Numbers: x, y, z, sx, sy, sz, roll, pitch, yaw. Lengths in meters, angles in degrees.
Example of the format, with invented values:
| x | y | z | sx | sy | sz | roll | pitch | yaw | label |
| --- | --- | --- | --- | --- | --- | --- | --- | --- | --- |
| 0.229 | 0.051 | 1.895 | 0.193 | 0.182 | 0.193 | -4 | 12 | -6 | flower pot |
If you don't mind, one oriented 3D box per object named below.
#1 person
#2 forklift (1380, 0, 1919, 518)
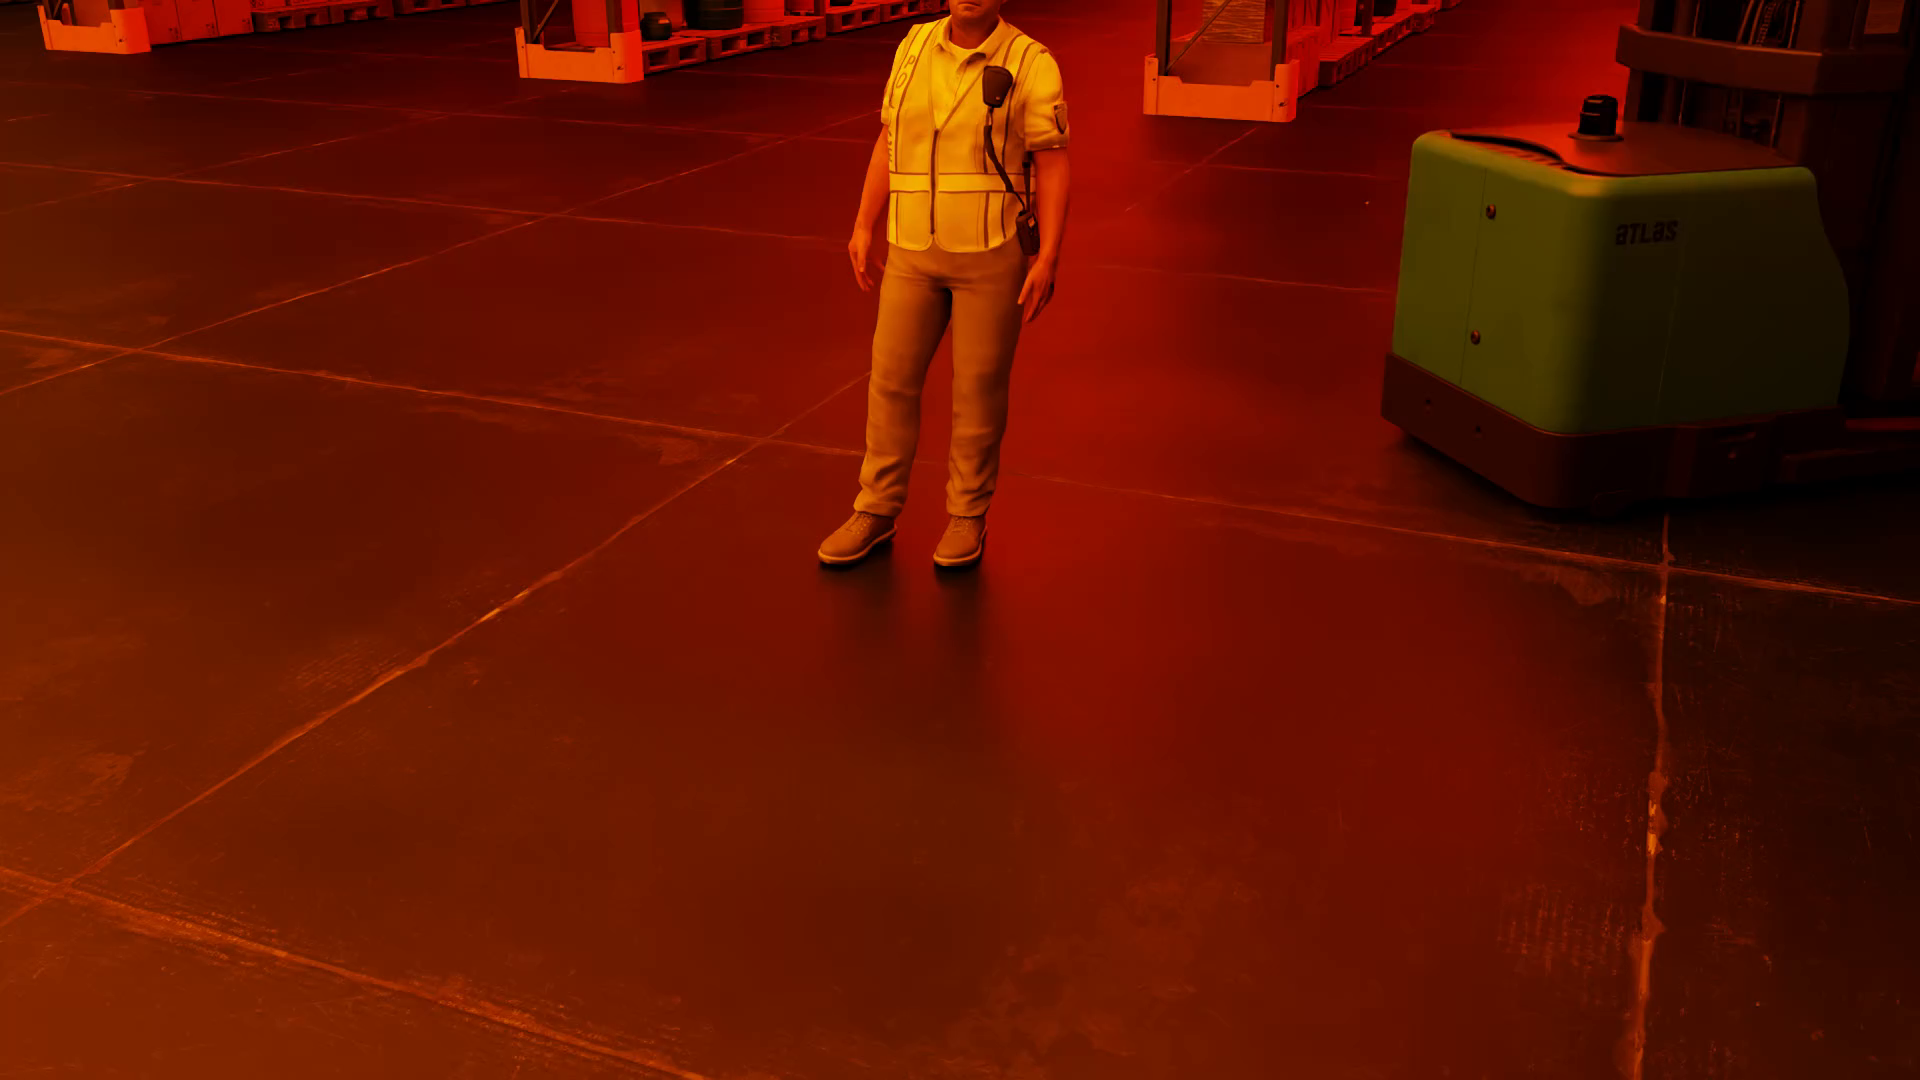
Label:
| x | y | z | sx | sy | sz | roll | pitch | yaw | label |
| --- | --- | --- | --- | --- | --- | --- | --- | --- | --- |
| -0.041 | -0.803 | 4.684 | 0.640 | 1.780 | 0.574 | 9 | 24 | 21 | person |
| 3.086 | -1.734 | 5.441 | 3.031 | 2.935 | 1.130 | -7 | 24 | -16 | forklift |
